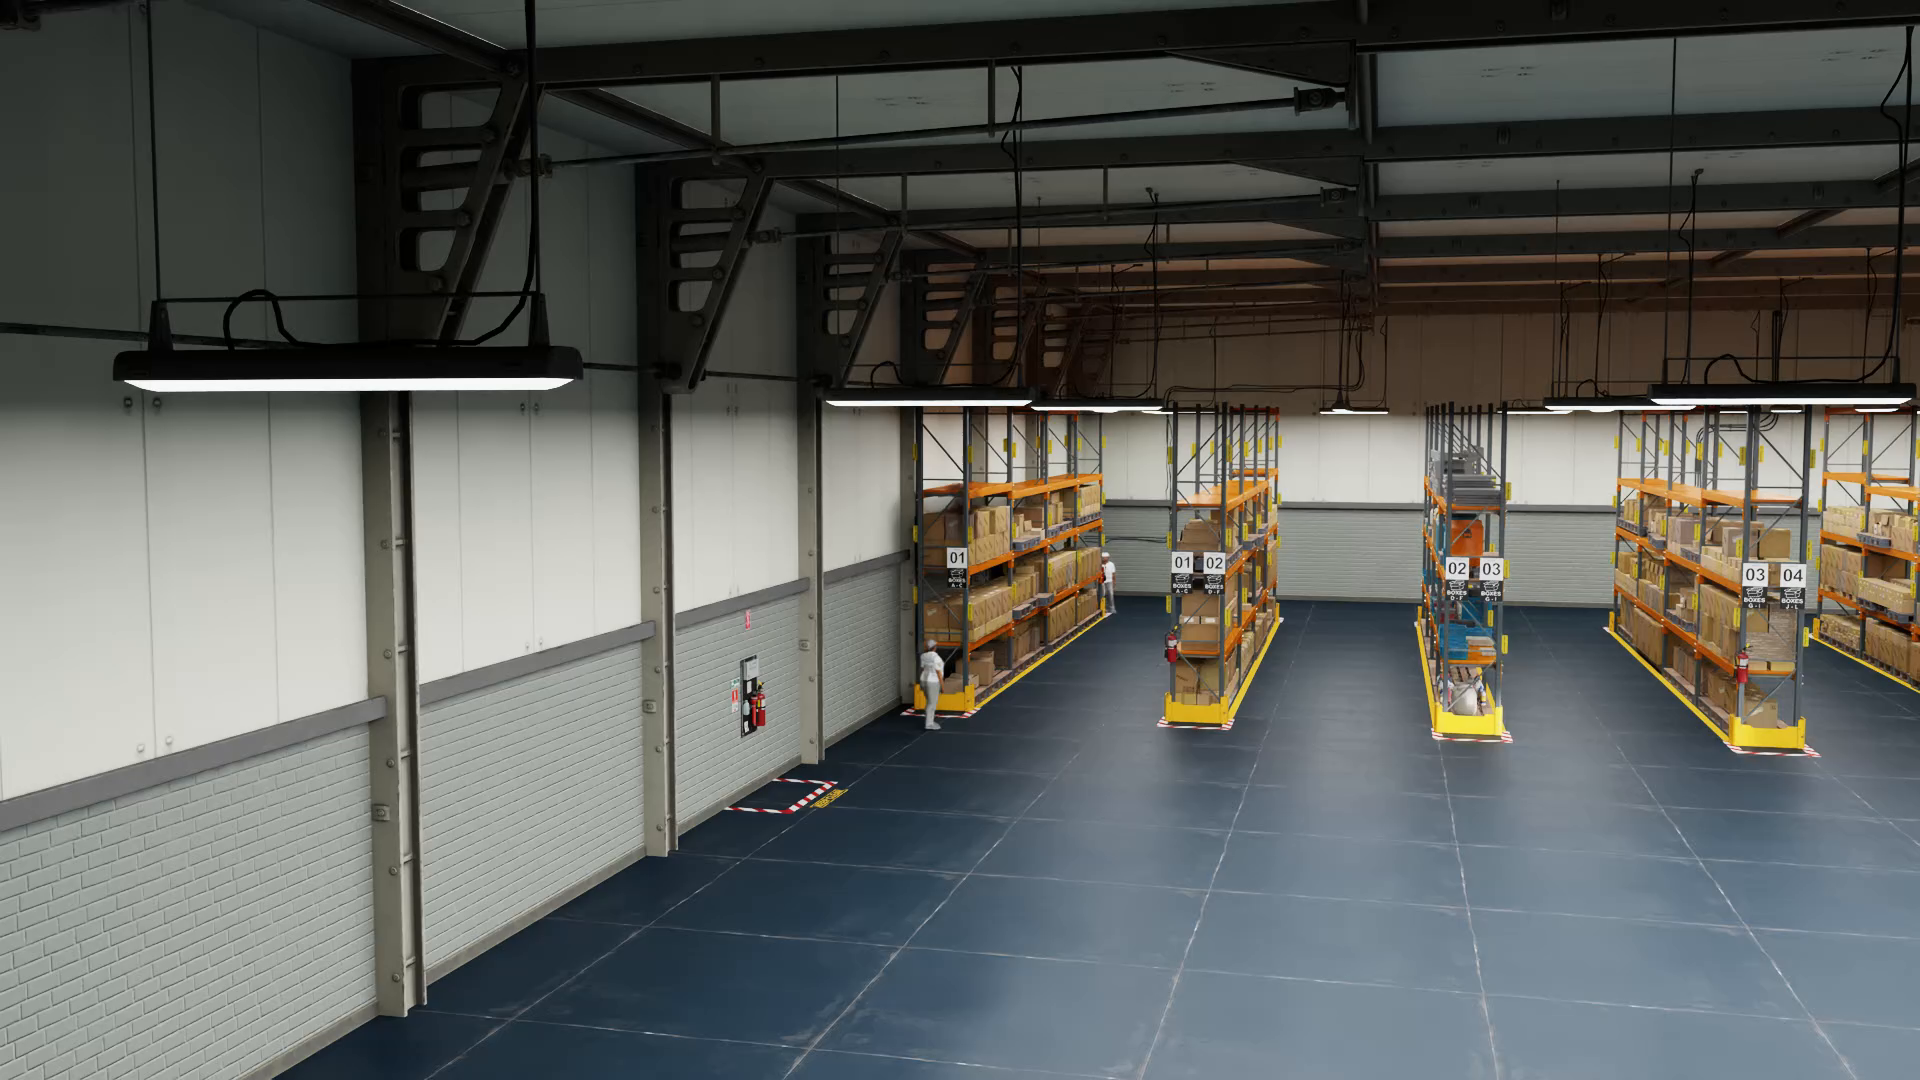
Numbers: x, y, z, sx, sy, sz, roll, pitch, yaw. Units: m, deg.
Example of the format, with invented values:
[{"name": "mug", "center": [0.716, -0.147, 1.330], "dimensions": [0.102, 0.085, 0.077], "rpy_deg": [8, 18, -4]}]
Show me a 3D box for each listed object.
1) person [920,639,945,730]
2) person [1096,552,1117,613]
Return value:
[{"name": "person", "center": [-0.488, 2.647, 30.613], "dimensions": [0.490, 1.673, 0.590], "rpy_deg": [-2, 5, -30]}, {"name": "person", "center": [4.316, 1.248, 48.787], "dimensions": [0.578, 1.763, 0.663], "rpy_deg": [-1, 4, -19]}]
